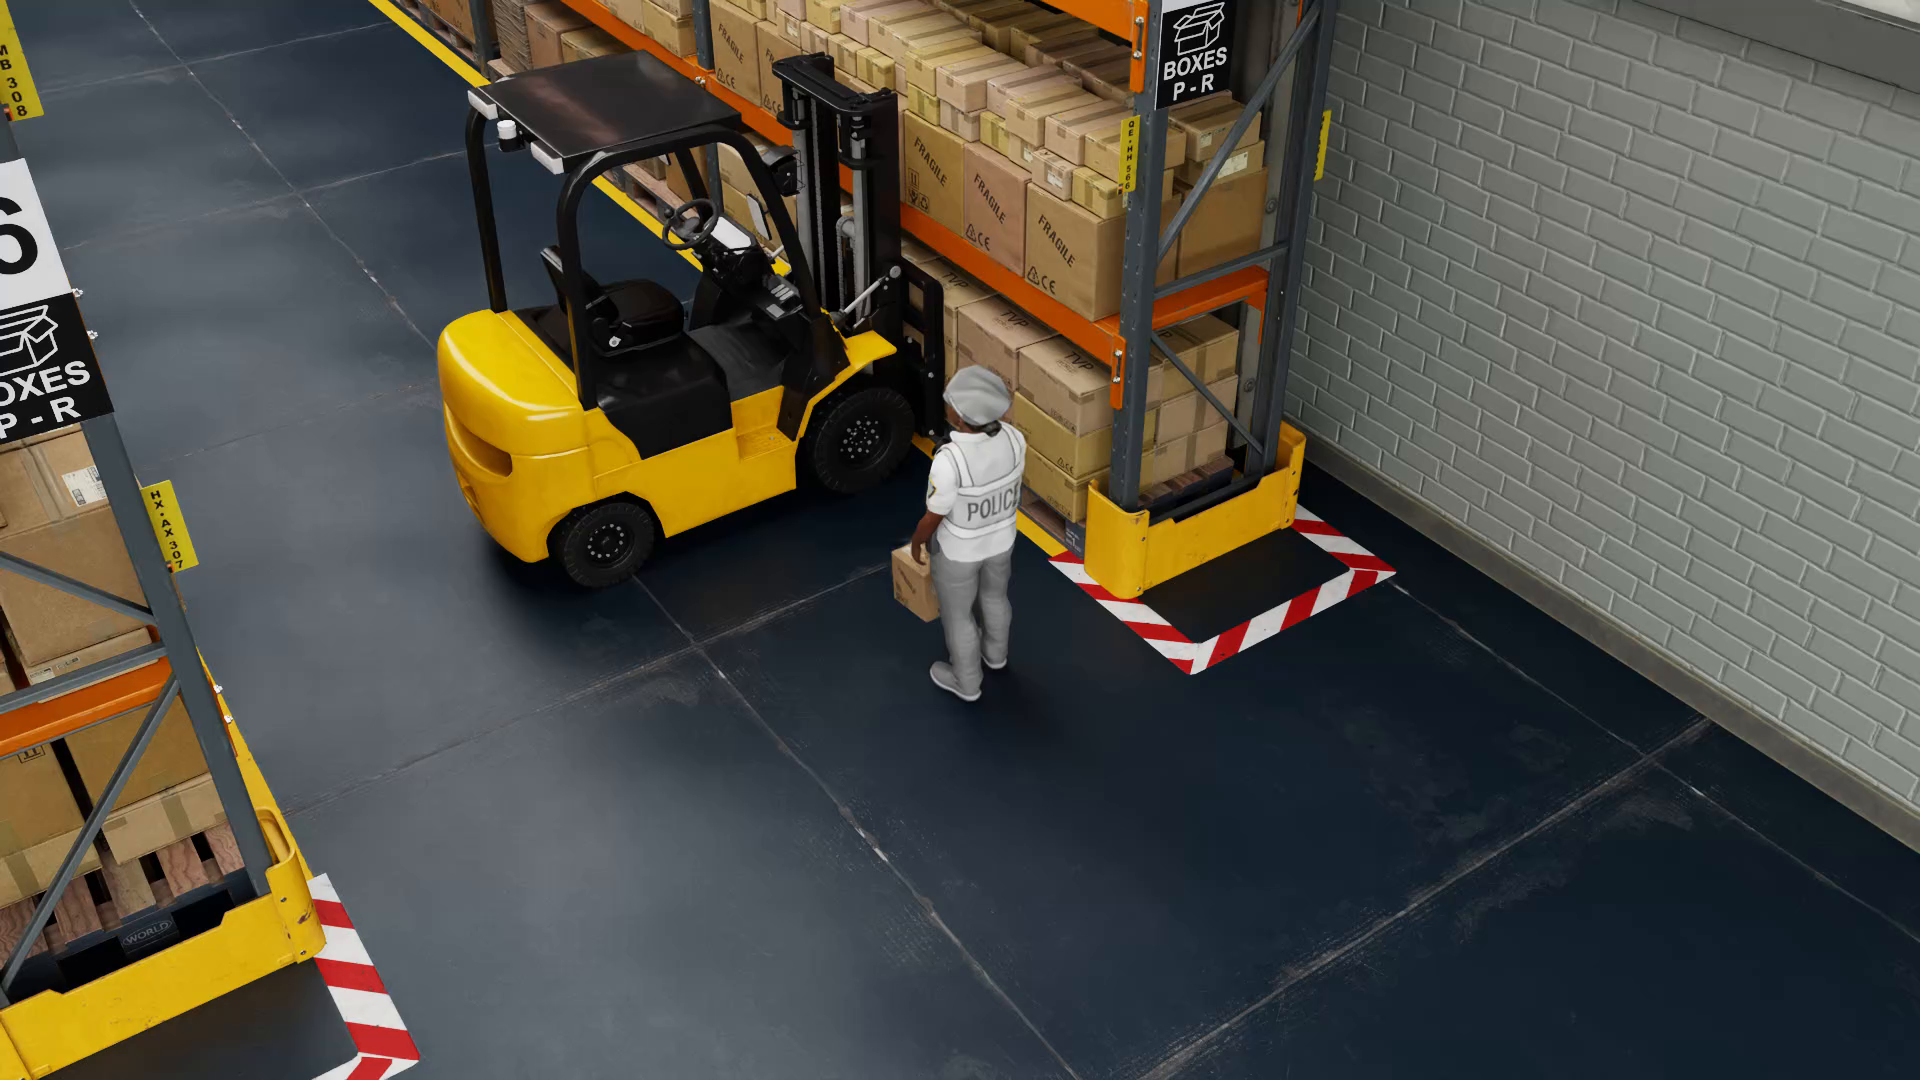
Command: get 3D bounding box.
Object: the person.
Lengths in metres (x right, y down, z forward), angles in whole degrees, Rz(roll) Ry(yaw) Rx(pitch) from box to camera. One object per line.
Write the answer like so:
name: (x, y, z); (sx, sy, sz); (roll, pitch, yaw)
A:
person: (0.024, -0.037, 7.006); (0.547, 1.698, 0.528); (-23, 42, -27)
